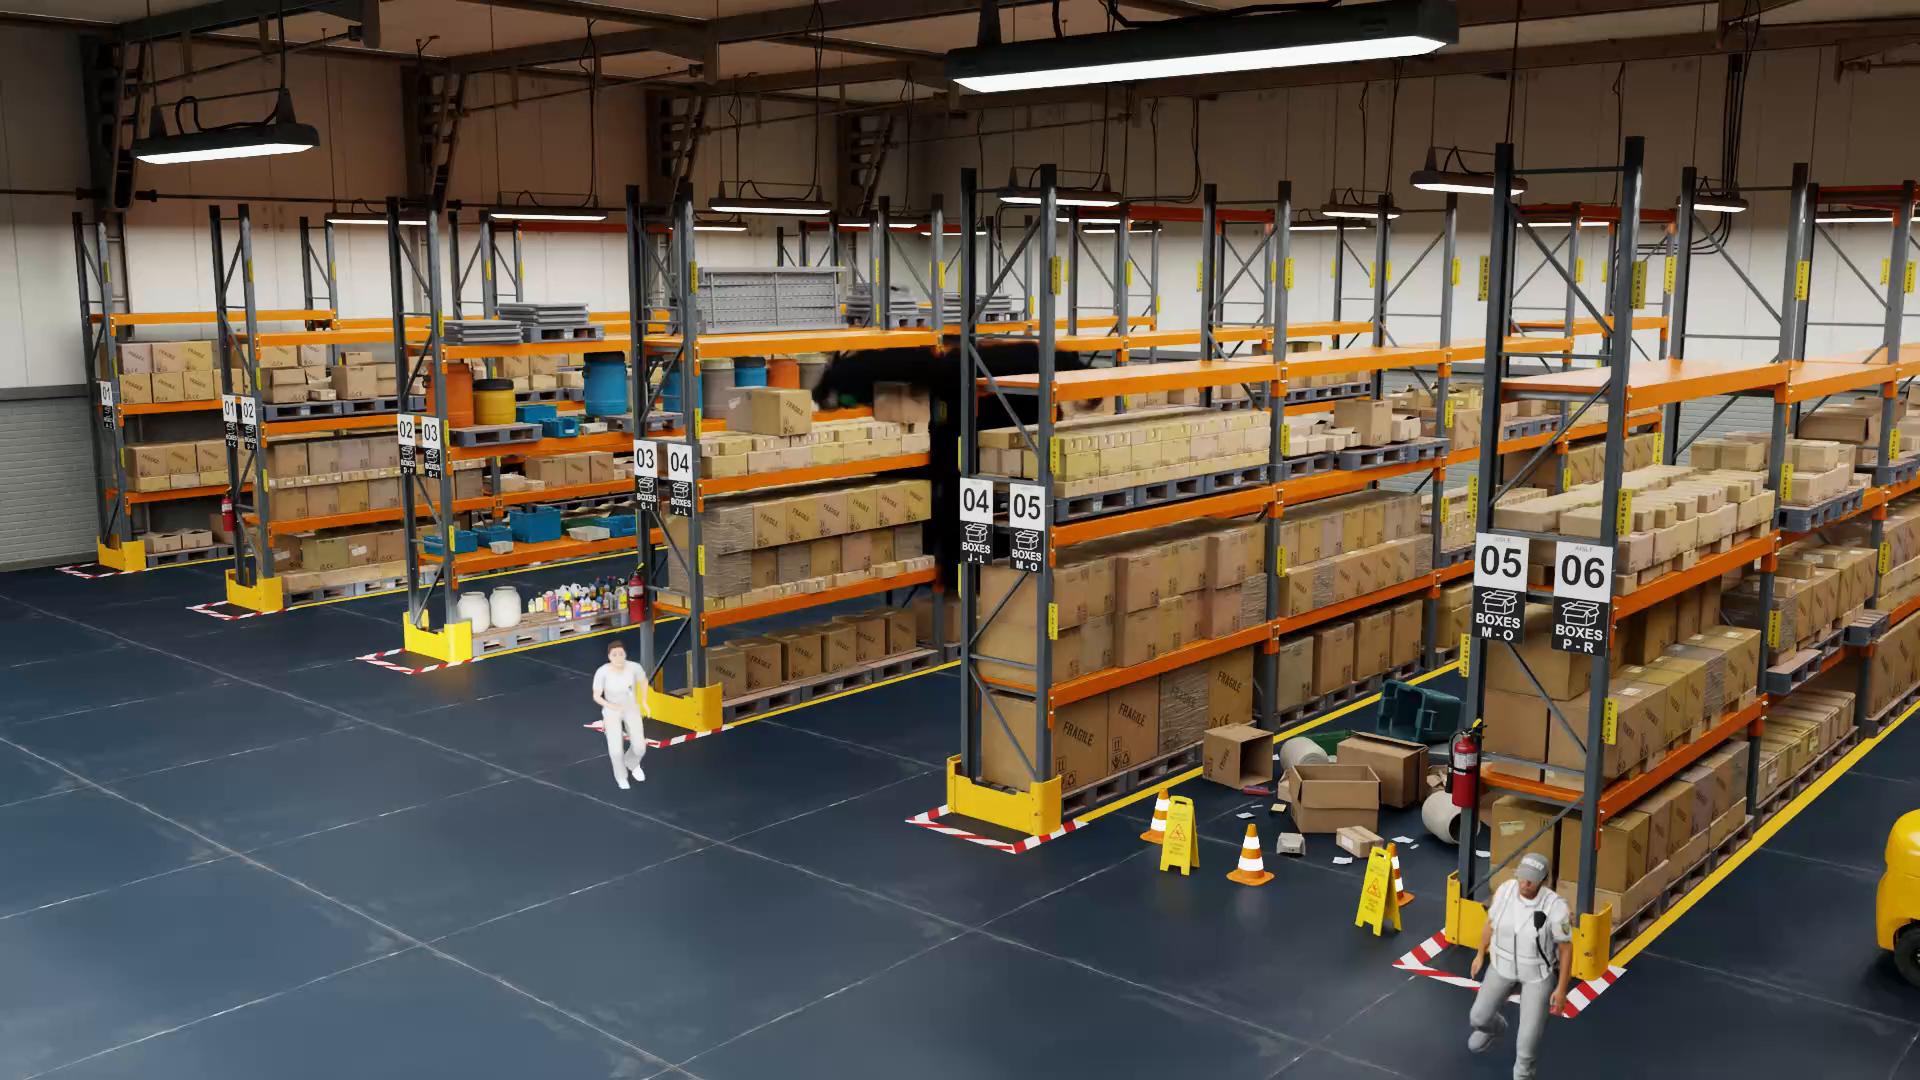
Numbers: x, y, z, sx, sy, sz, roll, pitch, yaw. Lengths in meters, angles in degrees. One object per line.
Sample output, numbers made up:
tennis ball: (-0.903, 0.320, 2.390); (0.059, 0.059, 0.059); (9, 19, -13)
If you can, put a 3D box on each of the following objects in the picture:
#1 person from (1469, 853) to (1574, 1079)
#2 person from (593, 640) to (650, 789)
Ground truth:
person: (3.511, 2.668, 10.444); (0.697, 1.600, 0.679); (7, 11, 34)
person: (-3.311, 1.721, 16.300); (0.546, 1.561, 0.729); (-2, 10, -14)
